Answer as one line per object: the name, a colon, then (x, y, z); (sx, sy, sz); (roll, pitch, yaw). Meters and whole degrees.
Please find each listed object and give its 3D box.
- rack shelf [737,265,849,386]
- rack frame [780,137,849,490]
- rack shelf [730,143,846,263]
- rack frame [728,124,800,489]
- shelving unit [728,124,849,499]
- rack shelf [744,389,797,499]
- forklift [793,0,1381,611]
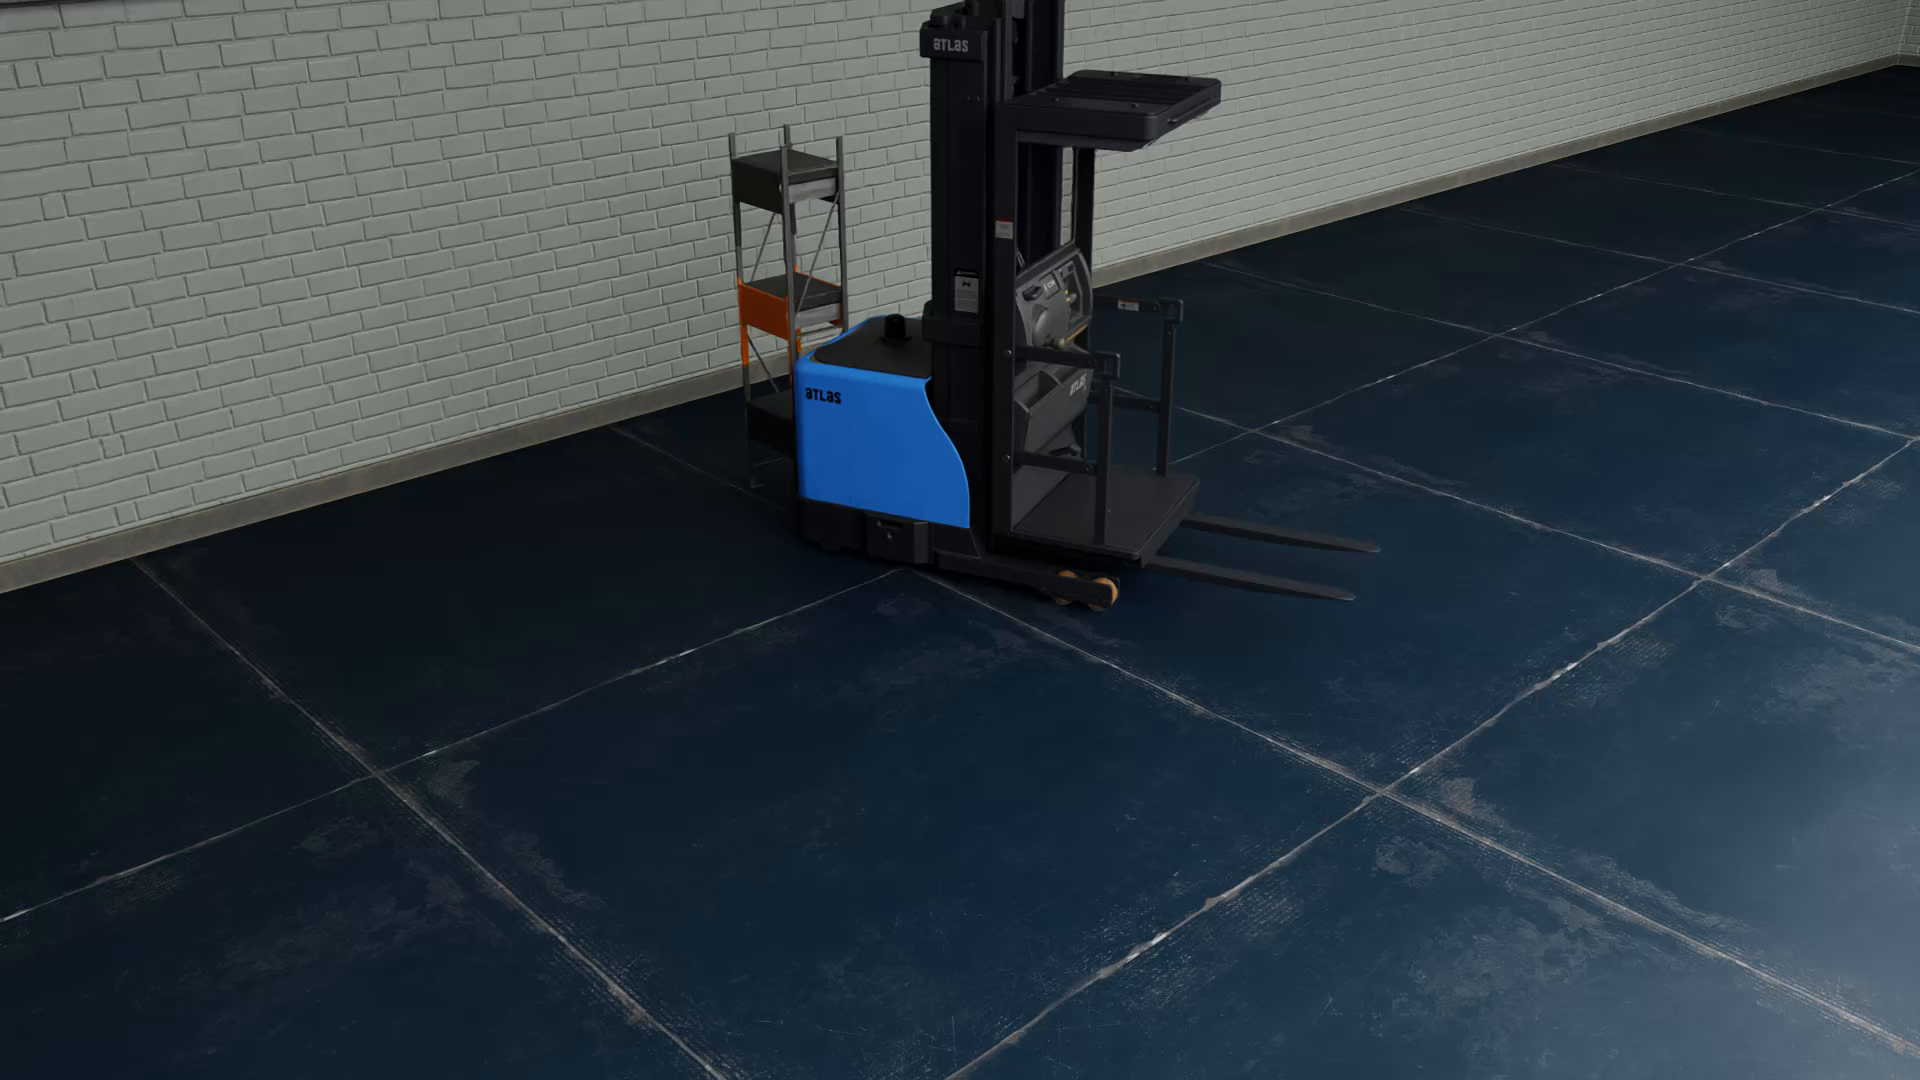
rack shelf: (-0.942, -1.223, 9.432); (0.431, 0.518, 0.480); (-20, 31, -36)
rack frame: (-0.783, -1.159, 9.257); (0.400, 2.100, 0.015); (-20, 31, -36)
rack shelf: (-0.944, -1.859, 9.139); (0.431, 0.518, 0.480); (-20, 31, -36)
rack frame: (-1.101, -1.312, 9.594); (0.400, 2.100, 0.015); (-20, 31, -36)
shelving unit: (-0.942, -1.235, 9.426); (0.431, 2.100, 0.503); (-20, 31, -36)
rack shelf: (-0.940, -0.587, 9.724); (0.431, 0.518, 0.480); (-20, 31, -36)
forklift: (0.667, -1.224, 8.402); (3.031, 2.935, 1.130); (11, 27, 22)
